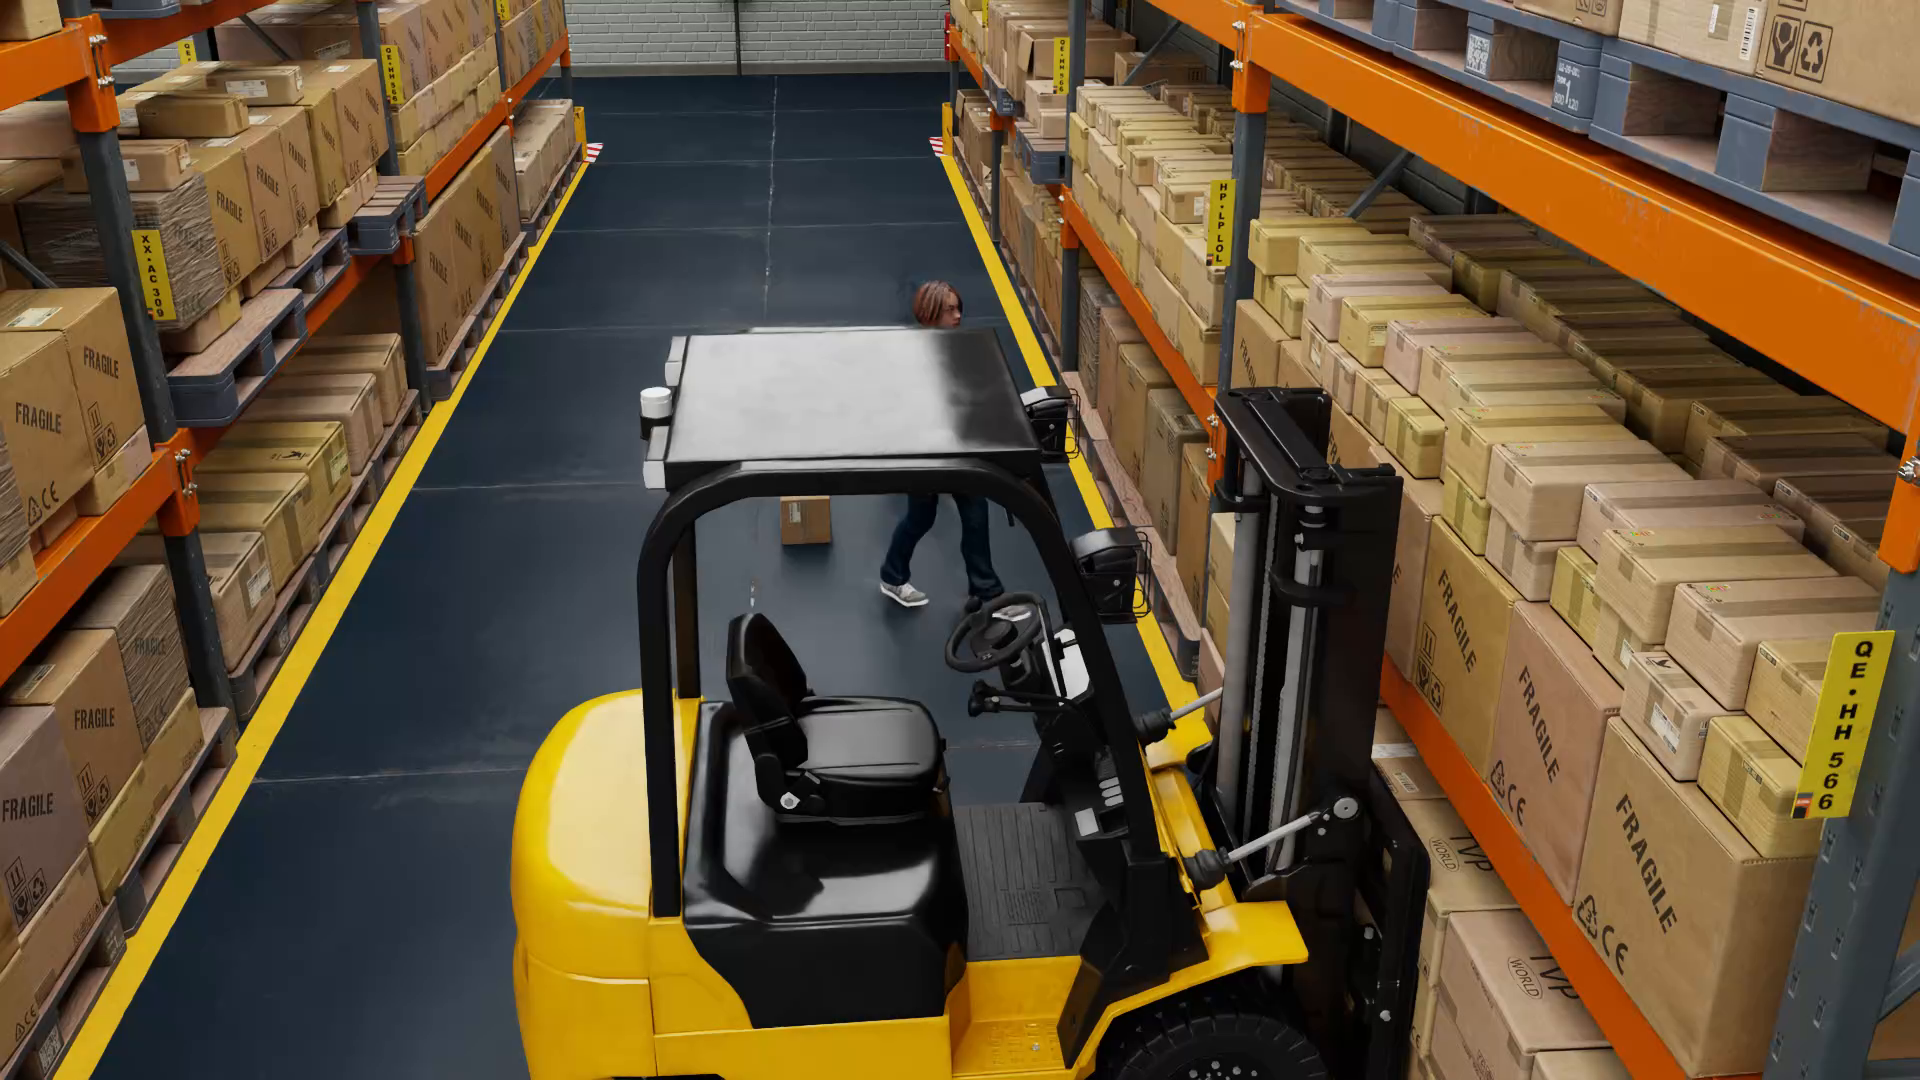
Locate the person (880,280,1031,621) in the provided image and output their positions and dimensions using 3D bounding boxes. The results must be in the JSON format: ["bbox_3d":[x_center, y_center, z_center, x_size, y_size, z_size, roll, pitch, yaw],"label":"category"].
[{"bbox_3d":[-0.048,-0.381,7.446,0.764,1.573,0.421,17,29,33],"label":"person"}]
